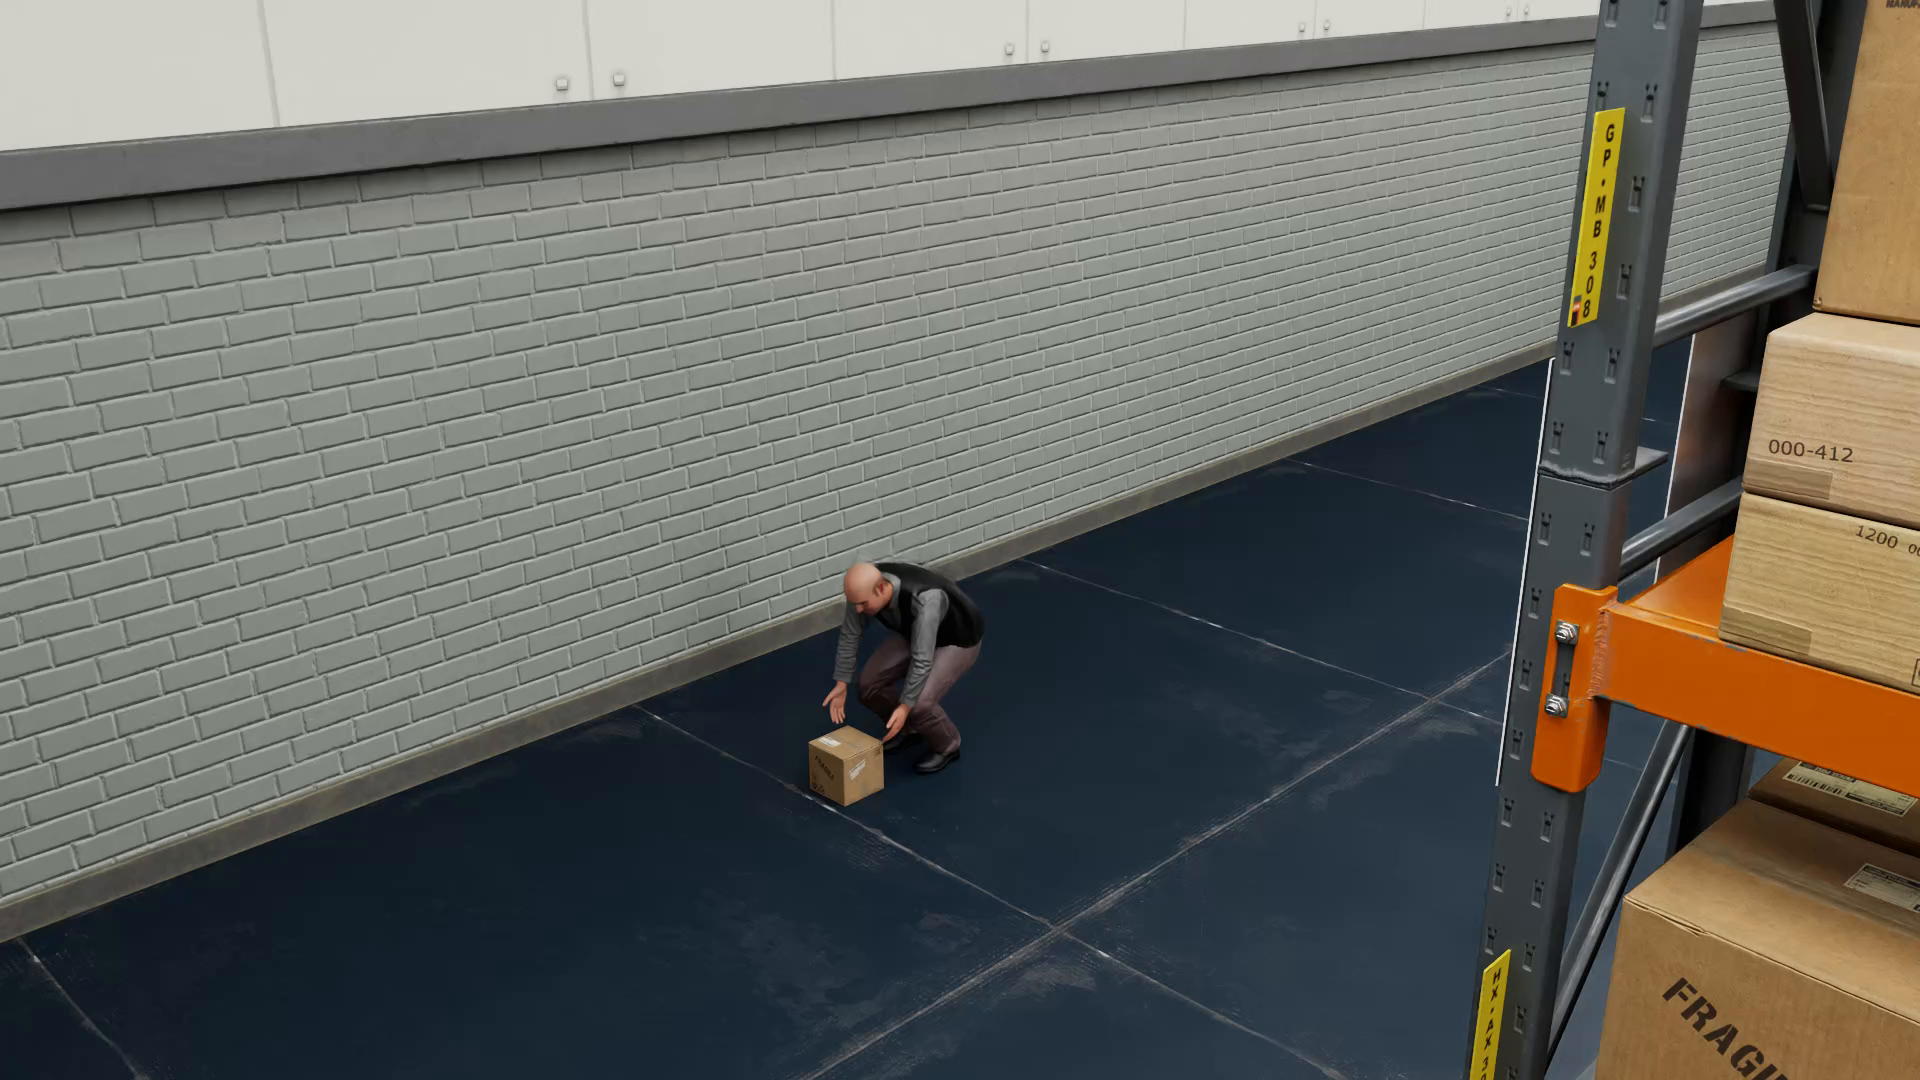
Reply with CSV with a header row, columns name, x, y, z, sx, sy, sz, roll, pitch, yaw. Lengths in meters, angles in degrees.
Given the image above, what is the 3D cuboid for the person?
name,x,y,z,sx,sy,sz,roll,pitch,yaw
person,-0.231,0.561,7.949,0.568,1.139,0.823,19,28,41
